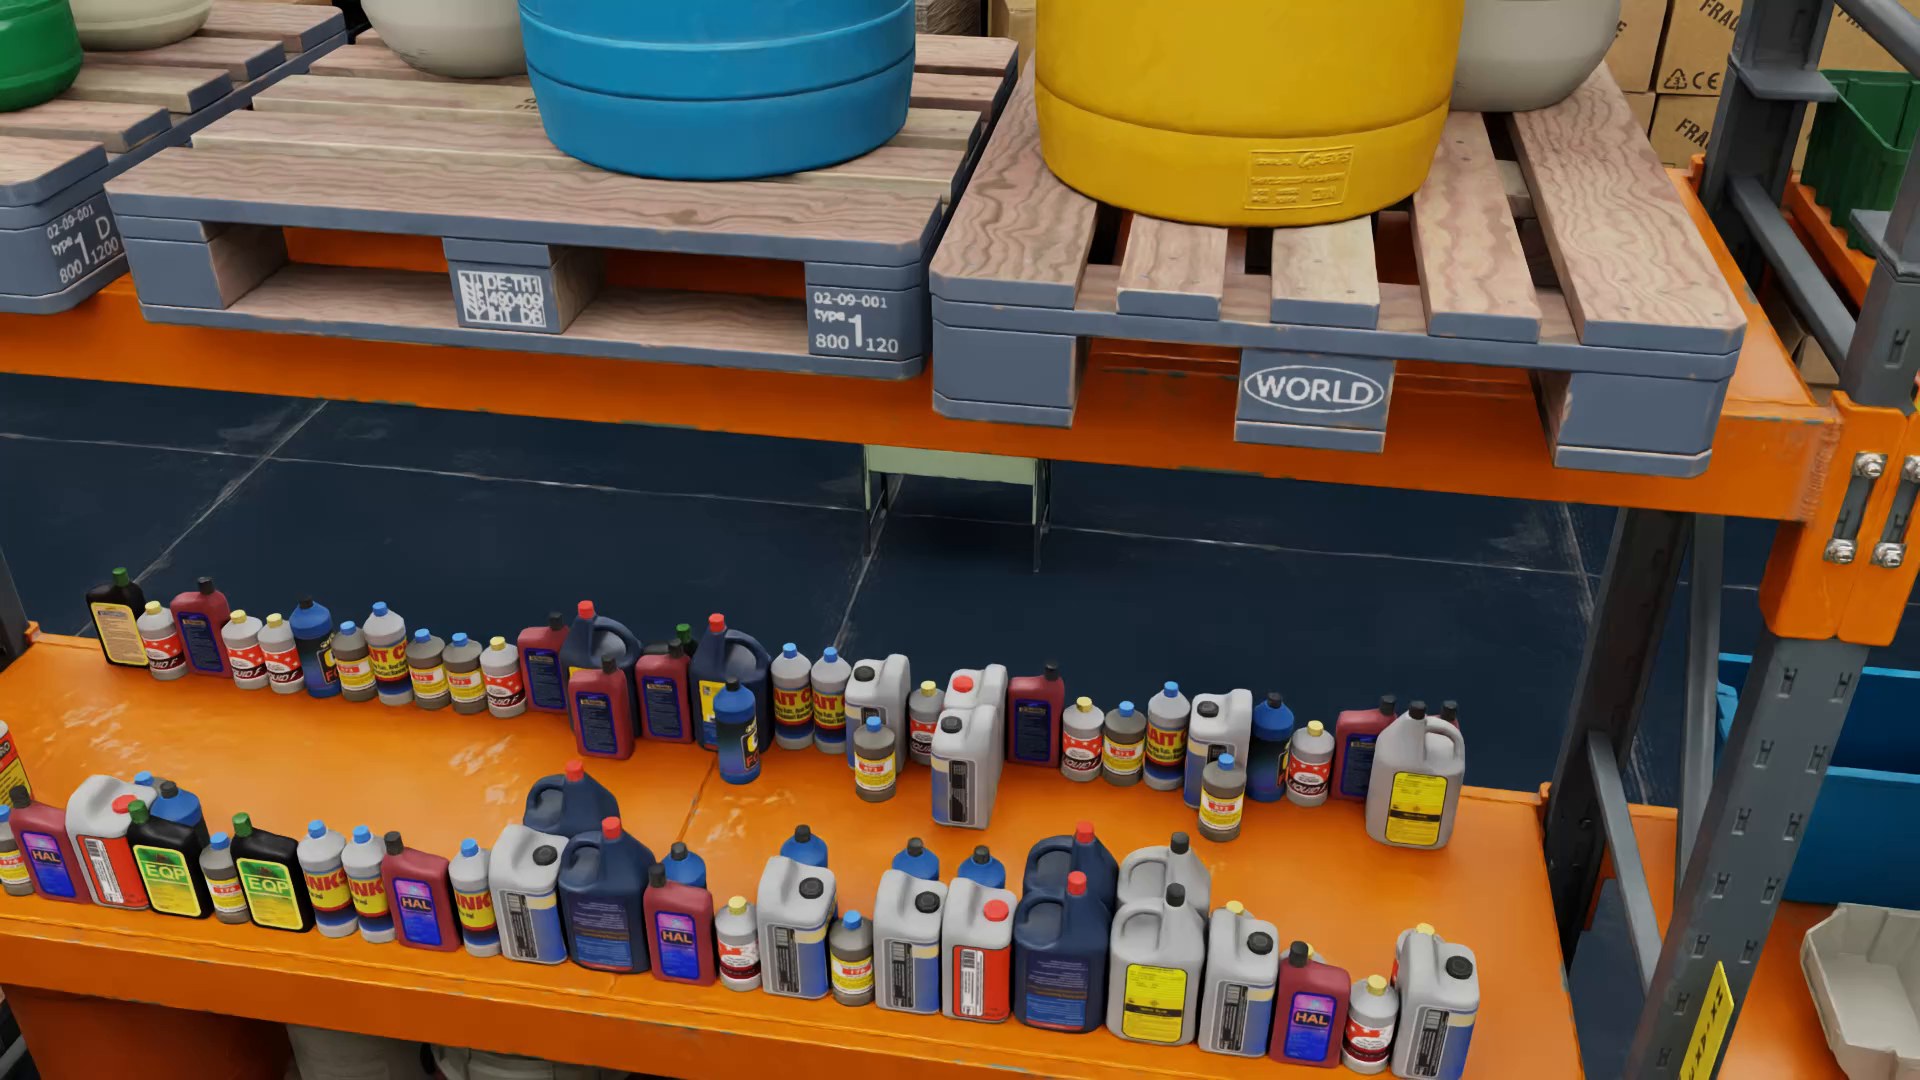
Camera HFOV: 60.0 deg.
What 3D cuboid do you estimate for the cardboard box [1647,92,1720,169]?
[{"bbox_3d":[3.140,-1.713,7.065,0.500,0.500,0.500,6,32,9],"label":"cardboard box"}]

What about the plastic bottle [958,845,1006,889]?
[{"bbox_3d":[0.043,0.731,3.376,0.097,0.271,0.097,0,32,0],"label":"plastic bottle"}]

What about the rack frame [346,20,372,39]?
[{"bbox_3d":[-4.878,-5.208,12.743,0.127,3.000,1.000,5,32,8],"label":"rack frame"}]

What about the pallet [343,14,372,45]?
[{"bbox_3d":[-5.546,-4.067,13.549,1.213,0.211,1.003,5,32,8],"label":"pallet"}]

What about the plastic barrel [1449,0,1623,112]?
[{"bbox_3d":[0.864,-0.998,2.666,0.433,0.535,0.433,0,32,0],"label":"plastic barrel"}]

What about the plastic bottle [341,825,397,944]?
[{"bbox_3d":[-1.209,0.700,3.426,0.097,0.271,0.097,0,32,0],"label":"plastic bottle"}]

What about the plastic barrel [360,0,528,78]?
[{"bbox_3d":[-0.829,-1.097,2.825,0.433,0.535,0.433,0,32,0],"label":"plastic barrel"}]

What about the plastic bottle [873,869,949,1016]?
[{"bbox_3d":[-0.092,0.784,3.287,0.135,0.276,0.152,5,32,8],"label":"plastic bottle"}]

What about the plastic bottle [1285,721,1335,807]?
[{"bbox_3d":[0.803,0.503,3.806,0.097,0.201,0.097,0,32,0],"label":"plastic bottle"}]

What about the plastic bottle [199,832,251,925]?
[{"bbox_3d":[-1.533,0.700,3.491,0.097,0.201,0.097,0,32,0],"label":"plastic bottle"}]

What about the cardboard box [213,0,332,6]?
[{"bbox_3d":[-3.422,-2.443,8.232,0.500,0.500,0.500,3,32,6],"label":"cardboard box"}]

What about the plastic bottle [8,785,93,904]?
[{"bbox_3d":[-1.914,0.641,3.509,0.133,0.283,0.061,5,32,8],"label":"plastic bottle"}]

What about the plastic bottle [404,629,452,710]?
[{"bbox_3d":[-1.314,0.312,4.112,0.097,0.201,0.097,0,32,0],"label":"plastic bottle"}]

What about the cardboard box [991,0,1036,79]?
[{"bbox_3d":[0.426,-2.249,7.525,0.500,0.500,0.700,-3,32,-4],"label":"cardboard box"}]

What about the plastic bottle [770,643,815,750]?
[{"bbox_3d":[-0.398,0.365,3.961,0.097,0.271,0.097,0,32,0],"label":"plastic bottle"}]

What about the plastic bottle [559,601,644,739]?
[{"bbox_3d":[-0.855,0.302,3.986,0.185,0.351,0.144,5,32,8],"label":"plastic bottle"}]

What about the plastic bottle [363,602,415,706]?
[{"bbox_3d":[-1.410,0.273,4.108,0.097,0.271,0.097,0,32,0],"label":"plastic bottle"}]

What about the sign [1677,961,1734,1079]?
[{"bbox_3d":[1.246,0.858,2.792,0.005,0.325,0.100,5,32,8],"label":"sign"}]

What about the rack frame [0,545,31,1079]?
[{"bbox_3d":[-2.602,0.331,3.895,0.127,3.000,1.000,5,32,8],"label":"rack frame"}]

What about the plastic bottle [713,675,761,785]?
[{"bbox_3d":[-0.519,0.432,3.855,0.097,0.271,0.097,0,32,0],"label":"plastic bottle"}]

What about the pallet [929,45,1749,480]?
[{"bbox_3d":[0.552,-0.523,2.609,1.003,0.211,1.213,5,32,8],"label":"pallet"}]

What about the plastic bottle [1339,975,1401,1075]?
[{"bbox_3d":[0.779,0.910,3.157,0.097,0.201,0.097,0,32,0],"label":"plastic bottle"}]

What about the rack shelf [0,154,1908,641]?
[{"bbox_3d":[-0.631,-0.458,3.005,4.000,0.370,1.077,5,32,8],"label":"rack shelf"}]

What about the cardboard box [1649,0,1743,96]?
[{"bbox_3d":[3.104,-2.134,6.795,0.500,0.500,0.500,4,32,7],"label":"cardboard box"}]

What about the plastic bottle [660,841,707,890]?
[{"bbox_3d":[-0.561,0.726,3.384,0.097,0.271,0.097,0,32,0],"label":"plastic bottle"}]

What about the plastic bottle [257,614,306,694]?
[{"bbox_3d":[-1.698,0.277,4.168,0.097,0.201,0.097,0,32,0],"label":"plastic bottle"}]

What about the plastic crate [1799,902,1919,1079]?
[{"bbox_3d":[1.775,0.890,3.193,0.243,0.136,0.396,5,32,8],"label":"plastic crate"}]

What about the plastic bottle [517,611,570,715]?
[{"bbox_3d":[-1.005,0.295,4.062,0.133,0.283,0.061,5,32,8],"label":"plastic bottle"}]

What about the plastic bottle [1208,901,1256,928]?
[{"bbox_3d":[0.540,0.806,3.322,0.097,0.201,0.097,0,32,0],"label":"plastic bottle"}]

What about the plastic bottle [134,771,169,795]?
[{"bbox_3d":[-1.771,0.597,3.657,0.097,0.201,0.097,0,32,0],"label":"plastic bottle"}]

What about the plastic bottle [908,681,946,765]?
[{"bbox_3d":[-0.074,0.424,3.933,0.097,0.201,0.097,0,32,0],"label":"plastic bottle"}]

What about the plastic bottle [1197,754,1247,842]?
[{"bbox_3d":[0.585,0.565,3.707,0.097,0.201,0.097,0,32,0],"label":"plastic bottle"}]

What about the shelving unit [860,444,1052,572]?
[{"bbox_3d":[-0.007,-0.636,6.853,0.755,1.500,0.431,5,32,8],"label":"shelving unit"}]

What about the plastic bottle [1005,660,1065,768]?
[{"bbox_3d":[0.176,0.402,3.891,0.133,0.283,0.061,5,32,8],"label":"plastic bottle"}]

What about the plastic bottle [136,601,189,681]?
[{"bbox_3d":[-2.021,0.248,4.215,0.097,0.201,0.097,0,32,0],"label":"plastic bottle"}]

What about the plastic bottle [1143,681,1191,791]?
[{"bbox_3d":[0.478,0.444,3.834,0.097,0.271,0.097,0,32,0],"label":"plastic bottle"}]

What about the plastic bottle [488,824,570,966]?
[{"bbox_3d":[-0.863,0.715,3.398,0.135,0.276,0.152,5,32,8],"label":"plastic bottle"}]

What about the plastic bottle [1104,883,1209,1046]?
[{"bbox_3d":[0.380,0.798,3.195,0.185,0.351,0.144,5,32,8],"label":"plastic bottle"}]

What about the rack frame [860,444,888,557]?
[{"bbox_3d":[-0.367,-0.669,6.905,0.023,1.500,0.400,5,32,8],"label":"rack frame"}]

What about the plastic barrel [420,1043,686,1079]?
[{"bbox_3d":[-1.004,1.310,4.207,0.708,0.588,0.600,5,32,8],"label":"plastic barrel"}]

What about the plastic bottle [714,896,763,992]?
[{"bbox_3d":[-0.440,0.799,3.333,0.097,0.201,0.097,0,32,0],"label":"plastic bottle"}]
